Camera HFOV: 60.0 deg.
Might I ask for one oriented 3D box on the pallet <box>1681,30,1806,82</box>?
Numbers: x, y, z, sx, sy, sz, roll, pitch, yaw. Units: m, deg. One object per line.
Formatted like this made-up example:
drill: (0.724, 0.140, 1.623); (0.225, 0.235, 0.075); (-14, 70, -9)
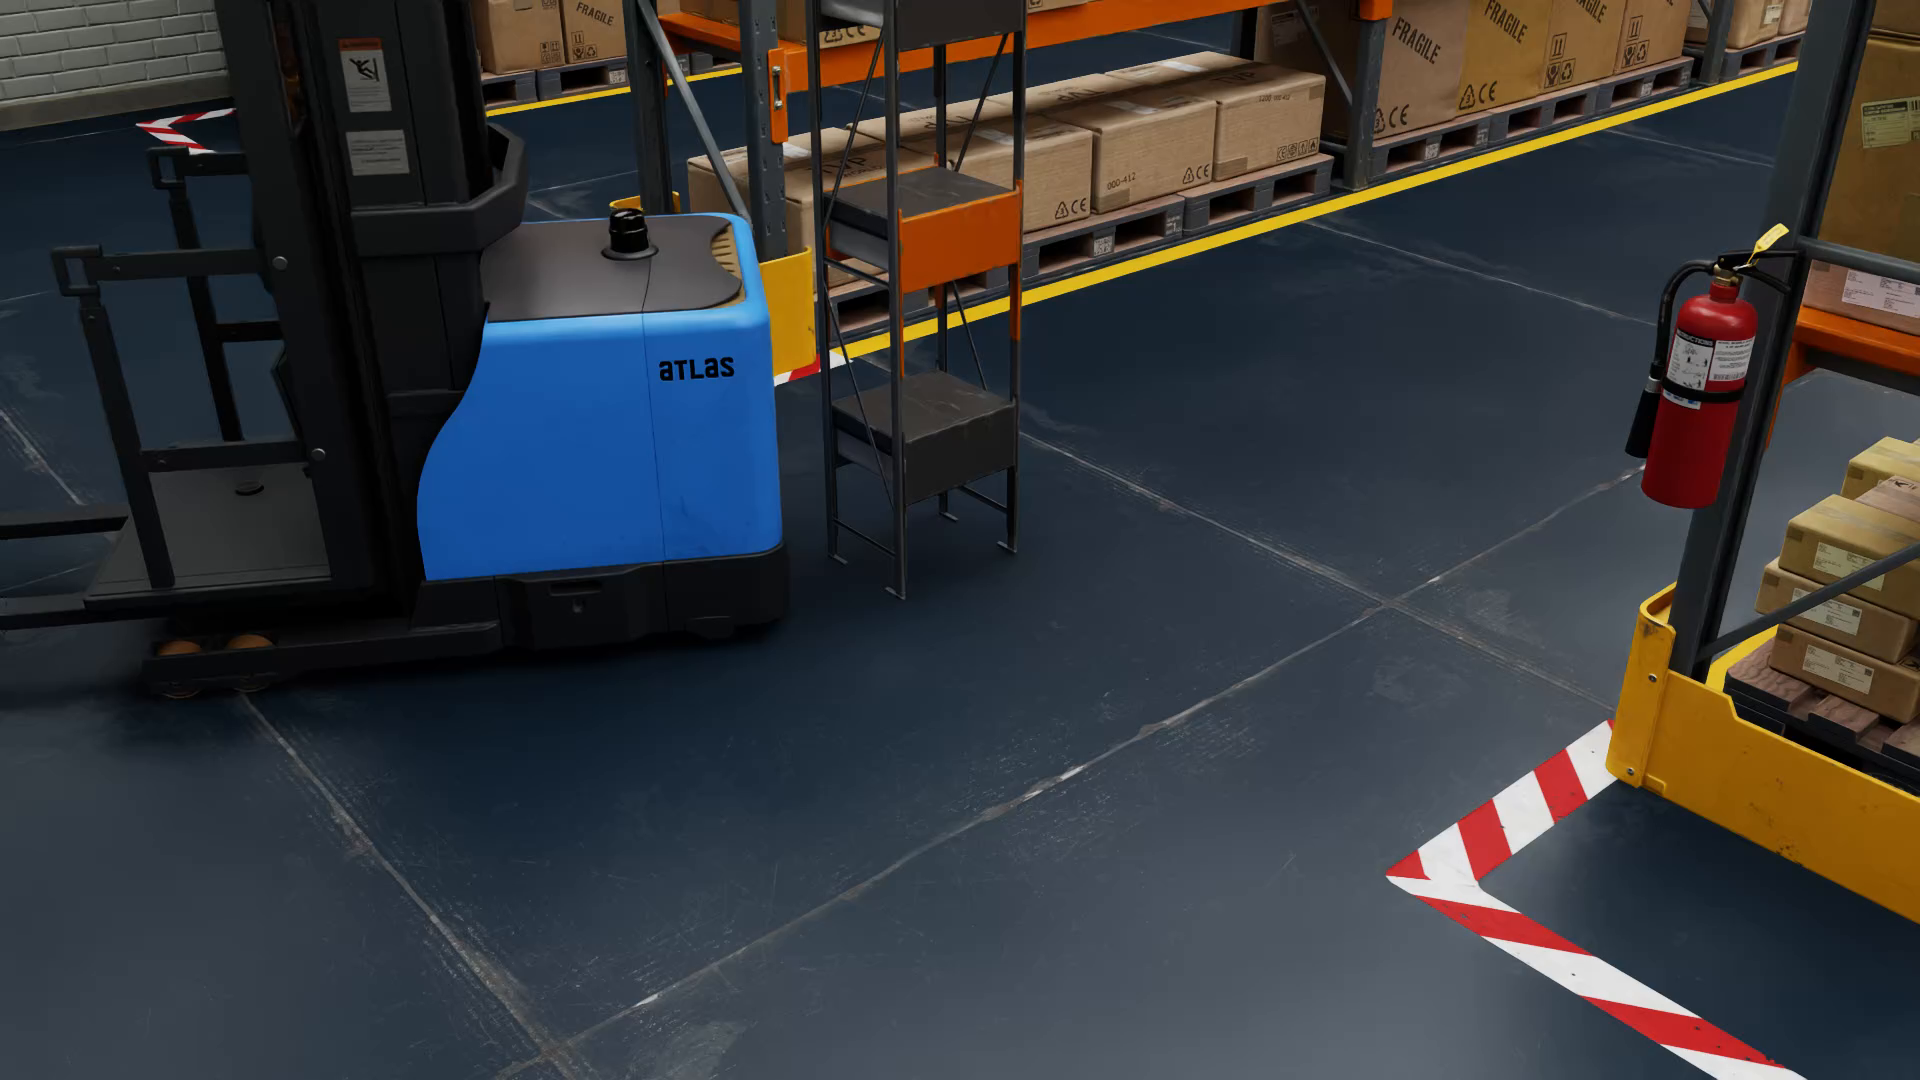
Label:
pallet: (5.595, -3.717, 12.481); (1.213, 0.211, 1.003); (-22, 35, -35)

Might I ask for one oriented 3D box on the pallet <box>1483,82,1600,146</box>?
pallet: (3.423, -2.893, 10.939); (1.213, 0.211, 1.003); (-22, 35, -35)

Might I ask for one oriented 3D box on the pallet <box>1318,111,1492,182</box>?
pallet: (2.494, -2.517, 10.237); (1.213, 0.211, 1.003); (-22, 35, -35)

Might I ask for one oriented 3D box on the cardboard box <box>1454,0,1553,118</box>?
cardboard box: (3.058, -3.230, 10.420); (0.875, 0.875, 0.875); (-21, 34, -34)

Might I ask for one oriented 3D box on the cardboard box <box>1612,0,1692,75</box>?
cardboard box: (4.420, -3.775, 11.439); (0.875, 0.875, 0.875); (-22, 35, -35)

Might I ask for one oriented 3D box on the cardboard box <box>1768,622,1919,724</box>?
cardboard box: (2.468, 0.320, 4.548); (0.250, 0.149, 0.380); (-21, 35, -34)

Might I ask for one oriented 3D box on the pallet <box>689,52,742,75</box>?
pallet: (-1.791, -3.823, 12.680); (1.213, 0.211, 1.003); (-22, 35, -35)

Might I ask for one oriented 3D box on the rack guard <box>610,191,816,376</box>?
rack guard: (-1.105, -1.151, 7.373); (0.348, 0.500, 1.175); (-22, 35, -35)

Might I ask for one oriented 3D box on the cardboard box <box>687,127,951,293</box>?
cardboard box: (-0.649, -1.554, 7.747); (0.875, 0.438, 0.875); (-23, 36, -37)

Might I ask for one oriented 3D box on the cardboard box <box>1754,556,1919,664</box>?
cardboard box: (2.419, 0.161, 4.531); (0.250, 0.149, 0.380); (-23, 36, -36)

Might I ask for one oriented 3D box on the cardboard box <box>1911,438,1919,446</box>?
cardboard box: (3.022, -0.197, 4.885); (0.250, 0.149, 0.380); (-24, 36, -37)

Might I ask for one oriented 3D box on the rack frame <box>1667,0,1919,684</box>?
rack frame: (2.203, -0.517, 3.534); (0.127, 3.000, 1.000); (-22, 35, -35)

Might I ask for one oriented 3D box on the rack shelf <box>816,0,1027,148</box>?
rack shelf: (-0.126, -1.481, 4.837); (0.480, 0.518, 0.431); (-22, 35, -35)

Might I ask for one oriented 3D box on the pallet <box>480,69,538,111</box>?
pallet: (-3.647, -3.077, 11.284); (1.213, 0.211, 1.003); (-22, 35, -35)

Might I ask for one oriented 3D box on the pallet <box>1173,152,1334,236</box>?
pallet: (1.327, -2.050, 9.362); (1.213, 0.211, 1.003); (-22, 35, -35)

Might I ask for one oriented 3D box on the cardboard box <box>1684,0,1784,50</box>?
cardboard box: (5.436, -3.903, 12.214); (0.625, 0.372, 0.950); (-25, 37, -38)

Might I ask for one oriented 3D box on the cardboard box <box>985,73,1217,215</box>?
cardboard box: (0.728, -2.112, 8.792); (0.875, 0.438, 0.875); (-23, 36, -36)

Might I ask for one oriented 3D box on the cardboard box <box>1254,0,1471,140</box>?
cardboard box: (2.376, -2.951, 9.898); (0.875, 0.875, 0.875); (-21, 34, -33)

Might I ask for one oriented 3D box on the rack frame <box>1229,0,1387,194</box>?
rack frame: (1.956, -3.484, 9.087); (0.127, 3.000, 1.000); (-22, 35, -35)

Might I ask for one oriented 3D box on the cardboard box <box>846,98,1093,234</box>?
cardboard box: (0.041, -1.837, 8.277); (0.875, 0.438, 0.875); (-21, 34, -34)

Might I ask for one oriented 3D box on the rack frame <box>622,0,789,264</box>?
rack frame: (-1.087, -2.261, 6.798); (0.127, 3.000, 1.000); (-22, 35, -35)

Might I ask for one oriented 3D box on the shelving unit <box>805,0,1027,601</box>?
shelving unit: (-0.126, -0.875, 5.160); (0.503, 2.100, 0.431); (-22, 35, -35)

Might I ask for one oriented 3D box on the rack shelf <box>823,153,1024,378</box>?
rack shelf: (-0.126, -0.863, 5.167); (0.480, 0.518, 0.431); (-22, 35, -35)

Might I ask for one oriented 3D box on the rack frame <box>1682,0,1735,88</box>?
rack frame: (4.999, -4.708, 11.377); (0.127, 3.000, 1.000); (-22, 35, -35)

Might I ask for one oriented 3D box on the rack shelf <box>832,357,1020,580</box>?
rack shelf: (-0.126, -0.246, 5.497); (0.480, 0.518, 0.431); (-22, 35, -35)

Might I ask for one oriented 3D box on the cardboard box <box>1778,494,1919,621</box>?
cardboard box: (2.441, 0.040, 4.440); (0.250, 0.149, 0.380); (-21, 35, -34)

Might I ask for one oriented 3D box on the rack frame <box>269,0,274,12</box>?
rack frame: (-4.311, -4.039, 10.126); (0.127, 3.000, 1.000); (-22, 35, -35)

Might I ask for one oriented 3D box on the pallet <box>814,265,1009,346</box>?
pallet: (-0.529, -1.303, 7.965); (1.213, 0.211, 1.003); (-22, 35, -35)

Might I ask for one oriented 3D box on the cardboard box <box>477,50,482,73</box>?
cardboard box: (-3.436, -3.236, 11.202); (0.250, 0.149, 0.380); (-24, 36, -37)

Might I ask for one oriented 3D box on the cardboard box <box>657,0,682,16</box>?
cardboard box: (-2.319, -3.840, 11.960); (0.500, 0.500, 0.700); (-23, 36, -37)

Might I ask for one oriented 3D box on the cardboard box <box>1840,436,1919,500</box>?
cardboard box: (2.784, -0.141, 4.779); (0.250, 0.149, 0.380); (-23, 36, -36)

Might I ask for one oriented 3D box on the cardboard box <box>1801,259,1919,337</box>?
cardboard box: (2.268, -0.607, 3.970); (0.250, 0.149, 0.380); (-22, 35, -35)

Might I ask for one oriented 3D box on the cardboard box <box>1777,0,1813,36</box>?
cardboard box: (5.992, -4.132, 12.642); (0.625, 0.372, 0.950); (-23, 36, -36)

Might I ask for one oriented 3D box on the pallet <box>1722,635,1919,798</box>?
pallet: (2.902, 0.454, 4.676); (1.213, 0.211, 1.003); (-22, 35, -35)

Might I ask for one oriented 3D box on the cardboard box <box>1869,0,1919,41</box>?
cardboard box: (2.390, -1.362, 3.634); (0.500, 0.500, 0.500); (-23, 36, -36)

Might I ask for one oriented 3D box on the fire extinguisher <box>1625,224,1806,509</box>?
fire extinguisher: (1.712, -0.406, 3.806); (0.183, 0.674, 0.296); (-22, 35, -35)

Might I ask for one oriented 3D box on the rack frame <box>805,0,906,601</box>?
rack frame: (-0.312, -0.801, 5.021); (0.015, 2.100, 0.400); (-22, 35, -35)

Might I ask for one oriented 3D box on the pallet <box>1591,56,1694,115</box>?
pallet: (4.351, -3.264, 11.634); (1.213, 0.211, 1.003); (-22, 35, -35)

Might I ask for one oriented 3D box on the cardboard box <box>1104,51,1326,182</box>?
cardboard box: (1.409, -2.386, 9.305); (0.875, 0.438, 0.875); (-22, 35, -36)

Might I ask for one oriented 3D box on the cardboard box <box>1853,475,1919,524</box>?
cardboard box: (2.670, -0.016, 4.545); (0.250, 0.149, 0.380); (-21, 35, -34)

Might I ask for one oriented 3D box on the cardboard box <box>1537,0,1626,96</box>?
cardboard box: (3.739, -3.503, 10.931); (0.875, 0.875, 0.875); (-21, 35, -34)

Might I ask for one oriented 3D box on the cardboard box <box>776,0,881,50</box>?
cardboard box: (-0.535, -2.349, 6.856); (0.500, 0.500, 0.500); (-22, 35, -35)

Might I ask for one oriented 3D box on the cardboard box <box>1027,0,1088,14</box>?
cardboard box: (0.230, -2.662, 7.444); (0.500, 0.500, 0.500); (-22, 35, -35)

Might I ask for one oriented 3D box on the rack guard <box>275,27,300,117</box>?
rack guard: (-4.253, -2.960, 10.758); (0.348, 0.500, 1.175); (-22, 35, -35)

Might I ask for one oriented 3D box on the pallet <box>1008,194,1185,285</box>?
pallet: (0.398, -1.675, 8.660); (1.213, 0.211, 1.003); (-22, 35, -35)

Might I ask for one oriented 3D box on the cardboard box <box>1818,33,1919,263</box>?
cardboard box: (2.378, -0.922, 3.870); (0.500, 0.500, 0.500); (-21, 35, -34)

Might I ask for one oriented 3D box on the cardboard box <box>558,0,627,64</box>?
cardboard box: (-2.642, -3.649, 11.601); (0.500, 0.500, 0.500); (-21, 35, -34)

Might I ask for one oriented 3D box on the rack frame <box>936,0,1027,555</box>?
rack frame: (0.060, -0.950, 5.300); (0.015, 2.100, 0.400); (-22, 35, -35)

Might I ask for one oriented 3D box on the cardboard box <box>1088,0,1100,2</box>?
cardboard box: (0.600, -2.822, 7.741); (0.500, 0.500, 0.500); (-21, 34, -33)

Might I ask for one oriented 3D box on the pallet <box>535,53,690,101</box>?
pallet: (-2.720, -3.448, 11.978); (1.213, 0.211, 1.003); (-22, 35, -35)

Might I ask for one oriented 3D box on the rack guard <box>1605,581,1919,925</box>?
rack guard: (2.261, 0.563, 4.167); (0.348, 0.500, 1.175); (-22, 35, -35)

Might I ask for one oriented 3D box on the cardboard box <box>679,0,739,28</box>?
cardboard box: (-0.892, -2.547, 7.228); (0.500, 0.500, 0.500); (-22, 35, -35)

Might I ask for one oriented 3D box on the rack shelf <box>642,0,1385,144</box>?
rack shelf: (0.435, -2.555, 8.112); (4.000, 0.370, 1.077); (-22, 35, -35)

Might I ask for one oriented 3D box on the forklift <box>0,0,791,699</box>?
forklift: (-2.098, -1.097, 4.694); (3.031, 2.935, 1.130); (-5, 28, -9)

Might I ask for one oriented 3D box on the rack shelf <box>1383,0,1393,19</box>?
rack shelf: (3.478, -3.779, 10.402); (4.000, 0.370, 1.077); (-22, 35, -35)

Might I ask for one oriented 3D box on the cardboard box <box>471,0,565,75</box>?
cardboard box: (-3.109, -3.523, 11.366); (0.500, 0.500, 0.700); (-20, 34, -33)

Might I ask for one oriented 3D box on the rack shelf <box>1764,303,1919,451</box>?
rack shelf: (3.725, -0.811, 4.849); (4.000, 0.370, 1.077); (-22, 35, -35)
